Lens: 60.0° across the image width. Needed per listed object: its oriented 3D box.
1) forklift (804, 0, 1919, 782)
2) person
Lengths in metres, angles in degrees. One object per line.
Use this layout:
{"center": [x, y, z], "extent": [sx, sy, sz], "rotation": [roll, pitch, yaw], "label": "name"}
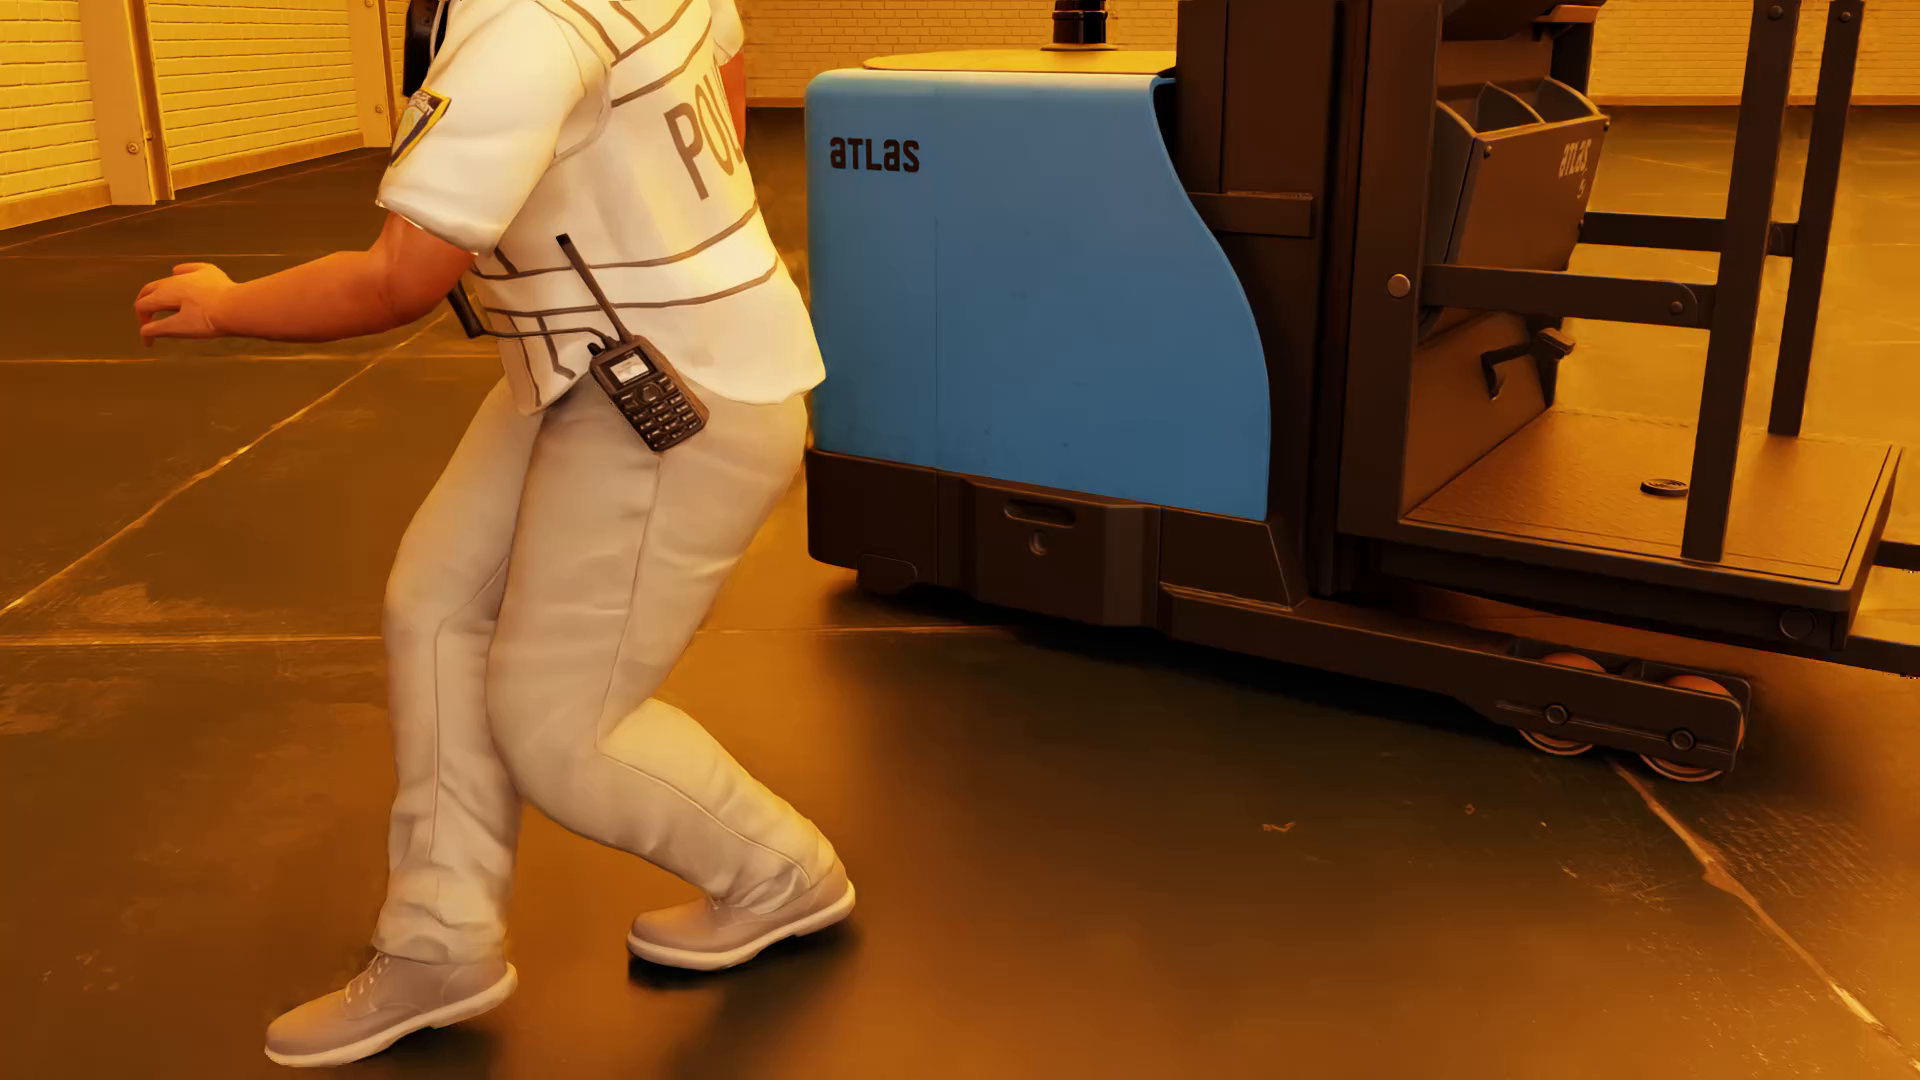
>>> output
{"center": [1.195, -1.192, 2.806], "extent": [3.031, 2.935, 1.130], "rotation": [10, 20, 31], "label": "forklift"}
{"center": [-0.534, -0.187, 1.968], "extent": [0.763, 1.537, 0.726], "rotation": [-4, 18, -14], "label": "person"}
